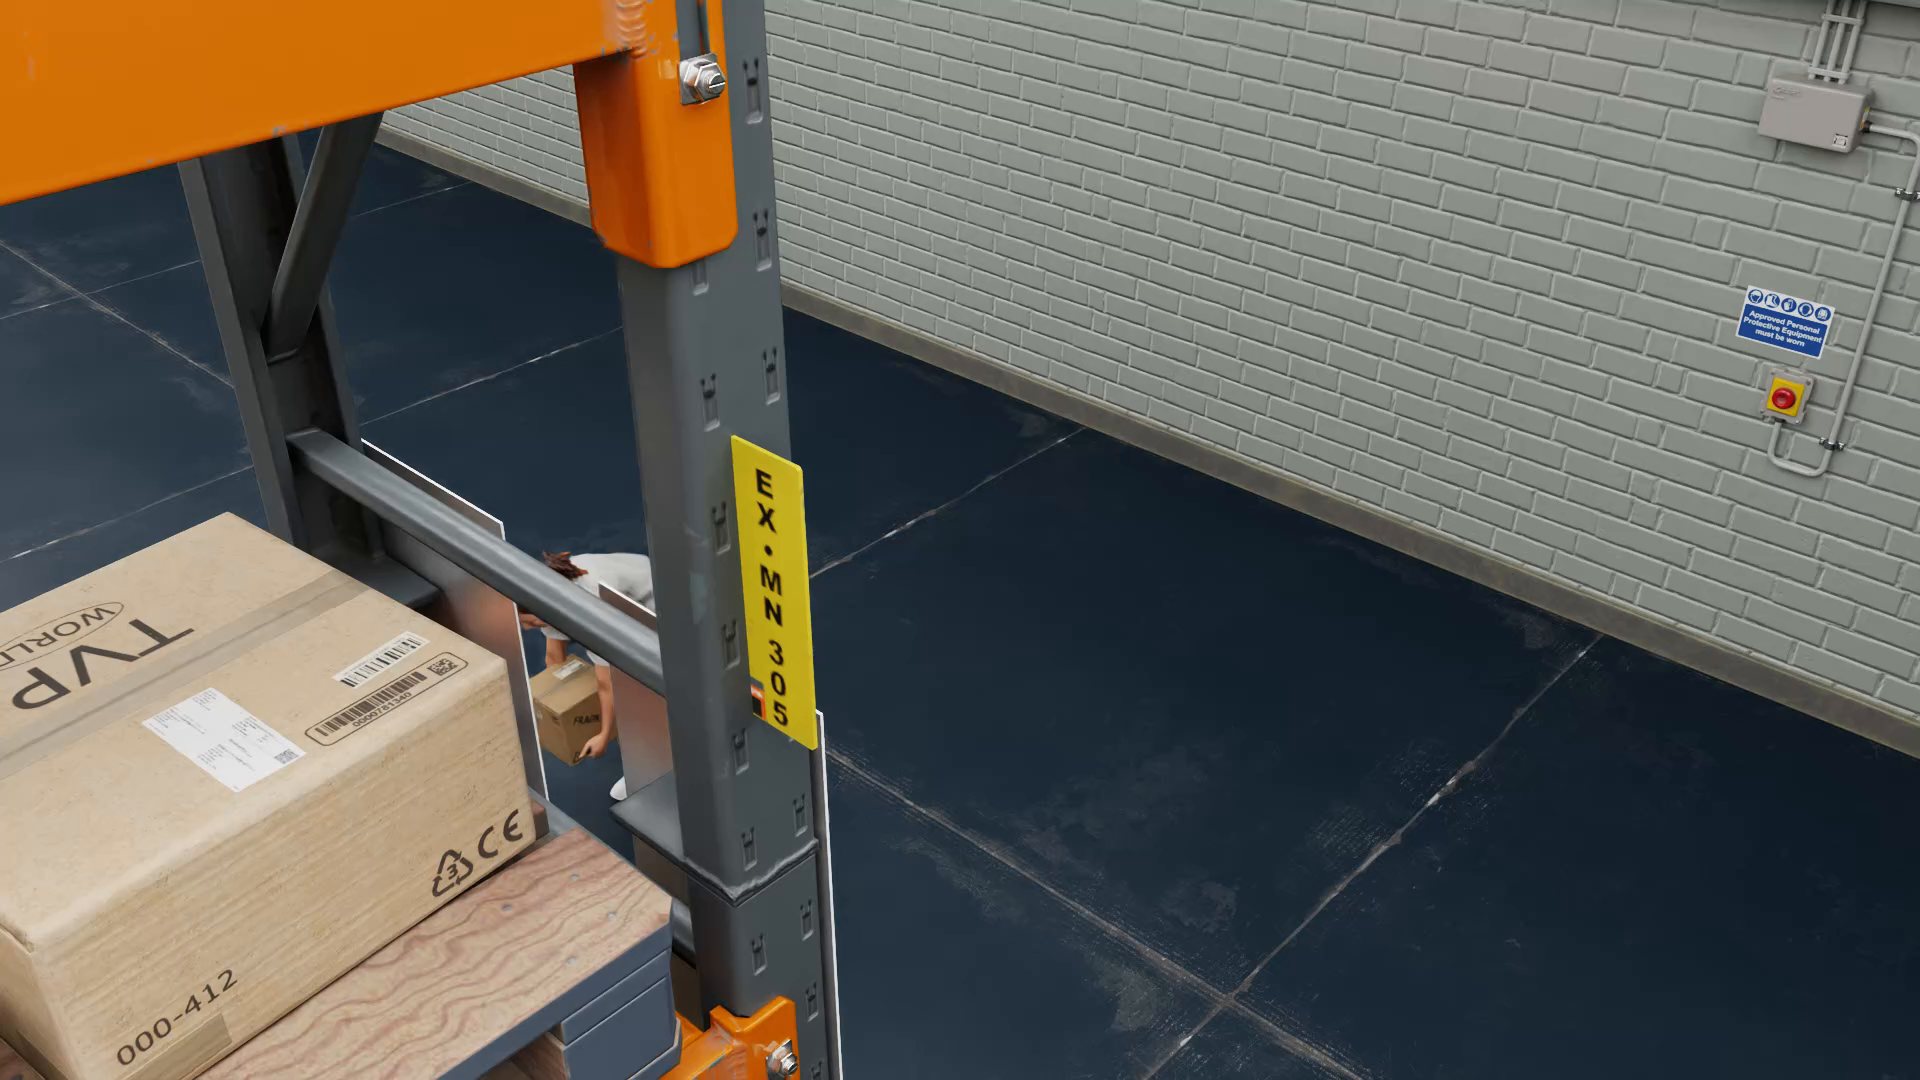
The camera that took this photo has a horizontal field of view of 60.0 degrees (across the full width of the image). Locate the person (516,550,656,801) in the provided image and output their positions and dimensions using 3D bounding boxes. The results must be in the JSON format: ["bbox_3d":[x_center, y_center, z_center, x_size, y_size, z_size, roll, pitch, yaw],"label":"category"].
[{"bbox_3d":[-1.296,0.527,6.121,0.423,1.318,0.799,24,39,34],"label":"person"}]
